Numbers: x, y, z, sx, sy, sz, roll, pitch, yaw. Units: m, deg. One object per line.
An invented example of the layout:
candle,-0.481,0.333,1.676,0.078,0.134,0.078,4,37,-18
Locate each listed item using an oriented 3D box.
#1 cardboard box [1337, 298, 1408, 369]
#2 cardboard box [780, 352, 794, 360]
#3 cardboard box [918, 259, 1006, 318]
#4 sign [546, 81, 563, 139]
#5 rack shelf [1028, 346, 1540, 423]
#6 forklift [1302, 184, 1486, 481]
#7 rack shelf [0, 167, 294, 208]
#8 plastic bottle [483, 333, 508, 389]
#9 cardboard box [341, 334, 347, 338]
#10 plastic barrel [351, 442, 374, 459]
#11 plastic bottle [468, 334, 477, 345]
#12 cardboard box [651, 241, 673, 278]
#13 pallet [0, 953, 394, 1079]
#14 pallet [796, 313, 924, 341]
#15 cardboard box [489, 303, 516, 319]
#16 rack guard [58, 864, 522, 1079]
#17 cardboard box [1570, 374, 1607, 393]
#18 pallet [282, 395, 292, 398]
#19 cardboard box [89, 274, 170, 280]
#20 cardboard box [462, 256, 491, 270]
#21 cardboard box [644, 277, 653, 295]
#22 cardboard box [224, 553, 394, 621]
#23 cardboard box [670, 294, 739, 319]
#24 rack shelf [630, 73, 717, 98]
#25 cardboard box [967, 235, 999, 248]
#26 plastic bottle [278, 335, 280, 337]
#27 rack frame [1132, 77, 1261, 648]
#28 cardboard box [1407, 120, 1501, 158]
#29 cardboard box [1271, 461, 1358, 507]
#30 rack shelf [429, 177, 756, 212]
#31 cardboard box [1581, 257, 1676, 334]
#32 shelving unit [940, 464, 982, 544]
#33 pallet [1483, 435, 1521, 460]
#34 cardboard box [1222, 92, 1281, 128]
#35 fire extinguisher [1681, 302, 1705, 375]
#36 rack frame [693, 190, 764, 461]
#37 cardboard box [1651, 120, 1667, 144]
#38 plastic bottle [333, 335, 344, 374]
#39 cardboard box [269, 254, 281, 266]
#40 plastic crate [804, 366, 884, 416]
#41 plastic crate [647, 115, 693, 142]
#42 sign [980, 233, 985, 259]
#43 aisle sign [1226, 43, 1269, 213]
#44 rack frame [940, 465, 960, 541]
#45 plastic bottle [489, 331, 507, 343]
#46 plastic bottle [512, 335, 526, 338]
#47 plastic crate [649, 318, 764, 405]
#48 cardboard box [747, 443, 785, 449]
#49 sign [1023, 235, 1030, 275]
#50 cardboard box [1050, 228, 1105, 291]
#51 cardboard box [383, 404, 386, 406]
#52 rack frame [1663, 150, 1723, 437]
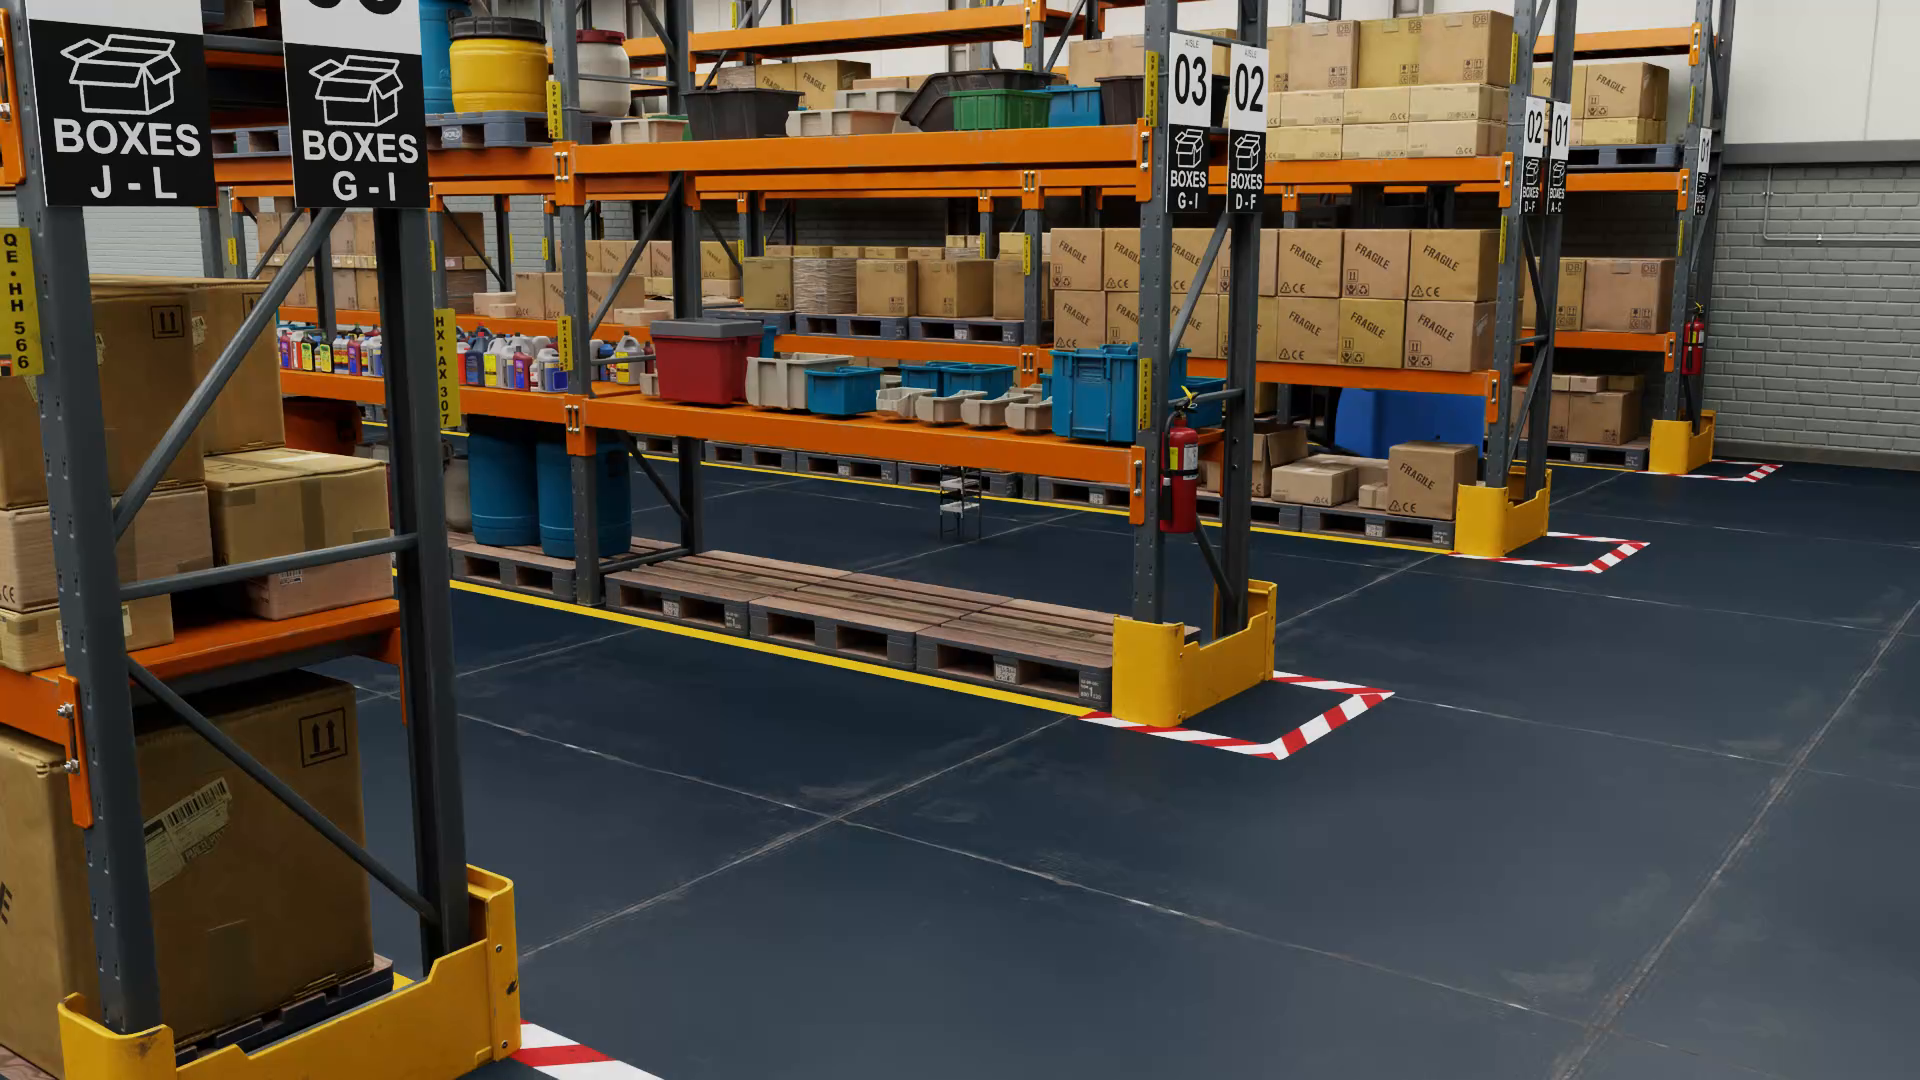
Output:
cardboard box,3.163,-1.557,12.415,0.500,0.500,0.500,8,14,36
cardboard box,-2.035,-2.457,22.758,0.500,0.500,0.700,9,14,37
cardboard box,0.040,-2.301,15.158,0.700,0.500,0.500,-11,15,-44
sign,-2.381,-2.526,9.768,0.005,0.325,0.100,8,13,36
rack shelf,2.493,-1.313,13.312,4.000,0.370,1.077,8,13,36
forklift,3.956,-2.125,15.799,1.130,2.935,3.031,-1,11,-6
rack shelf,-6.890,-2.927,13.758,4.000,0.370,1.077,8,13,36
plastic bottle,-2.988,-1.162,10.768,0.185,0.351,0.144,8,13,36
cardboard box,-7.675,-2.260,20.472,0.500,0.500,0.500,8,13,36
plastic barrel,-4.365,-0.465,12.481,0.421,0.512,0.421,0,11,0
plastic bottle,-3.454,-1.327,11.832,0.097,0.271,0.097,0,11,0
cardboard box,-4.007,-3.973,23.535,0.500,0.500,0.500,7,13,34
pallet,-2.452,1.366,4.912,1.213,0.211,1.003,8,13,36
pallet,-0.773,-2.028,15.622,1.213,0.211,1.003,8,13,36
cardboard box,-4.974,-2.536,18.402,0.250,0.149,0.380,8,13,36
rack guard,-1.742,1.305,4.467,0.348,0.500,1.175,8,13,36
cardboard box,6.200,-1.547,16.397,0.250,0.149,0.380,8,13,35
pallet,-8.150,-1.791,21.233,1.213,0.211,1.003,8,13,36
cardboard box,-2.813,-0.574,5.238,0.500,0.500,0.500,7,13,34
cardboard box,-5.669,-3.218,19.293,0.250,0.149,0.380,8,13,35
cardboard box,-4.416,-3.660,23.892,0.500,0.250,0.500,8,14,36
cardboard box,-1.852,0.108,4.735,0.250,0.149,0.380,8,14,36
cardboard box,-2.610,-2.344,16.984,0.500,0.311,0.500,9,14,39
rack shelf,-4.250,-6.364,23.638,4.000,0.370,1.077,8,13,36
cardboard box,0.291,-3.717,20.716,0.250,0.149,0.380,6,12,28
plastic bottle,-5.120,-1.423,12.317,0.135,0.276,0.152,8,13,36
rack frame,1.170,-0.683,8.163,0.127,3.000,1.000,8,13,36
cardboard box,3.535,-2.857,11.900,0.500,0.250,0.500,8,13,36
cardboard box,2.773,-0.442,12.997,0.500,0.250,0.500,8,13,36
rack shelf,-3.955,-3.685,17.676,4.000,0.370,1.077,8,13,36
cardboard box,6.617,-2.403,16.263,0.700,0.700,0.980,9,14,38
shelving unit,0.007,-0.441,12.439,0.210,0.900,0.258,8,13,36
pallet,5.364,-1.046,17.380,1.213,0.211,1.003,8,13,36
cardboard box,2.329,-3.272,12.729,0.500,0.250,0.500,8,13,36
fire extinguisher,6.883,-1.891,15.593,0.183,0.674,0.296,8,13,36
rack frame,-2.343,-2.340,16.730,0.127,3.000,1.000,8,13,36
cardboard box,6.591,-3.974,16.301,0.500,0.250,0.500,9,14,38
plastic bottle,-4.377,-1.311,11.748,0.097,0.271,0.097,0,11,0
cardboard box,-8.388,-3.501,20.758,0.250,0.149,0.380,8,13,34
plastic crate,-0.637,-0.822,9.164,0.300,0.233,0.416,8,13,36
plastic crate,-1.533,-2.500,10.216,0.662,0.188,0.450,8,13,36
sign,0.273,-3.545,20.115,0.005,0.325,0.100,8,13,36
aisle sign,1.404,-1.997,8.110,0.004,0.787,0.394,8,13,36
rack frame,-0.075,-0.452,12.499,0.006,0.900,0.240,8,13,36
plastic bottle,-3.052,-1.205,10.989,0.185,0.351,0.144,8,13,36
plastic bottle,-3.135,-1.312,11.743,0.135,0.276,0.152,8,13,36
plastic crate,-1.482,-1.055,9.759,0.583,0.464,0.402,8,13,36
cardboard box,-1.720,-1.176,16.135,0.500,0.500,0.500,7,13,33
sign,0.556,-2.374,13.854,0.005,0.325,0.100,8,13,36
cardboard box,1.095,-2.335,13.805,0.500,0.500,0.500,8,14,37
cardboard box,-6.467,-1.723,19.671,0.500,0.250,0.500,8,13,36
rack frame,7.034,-2.200,16.003,0.127,3.000,1.000,8,13,36
